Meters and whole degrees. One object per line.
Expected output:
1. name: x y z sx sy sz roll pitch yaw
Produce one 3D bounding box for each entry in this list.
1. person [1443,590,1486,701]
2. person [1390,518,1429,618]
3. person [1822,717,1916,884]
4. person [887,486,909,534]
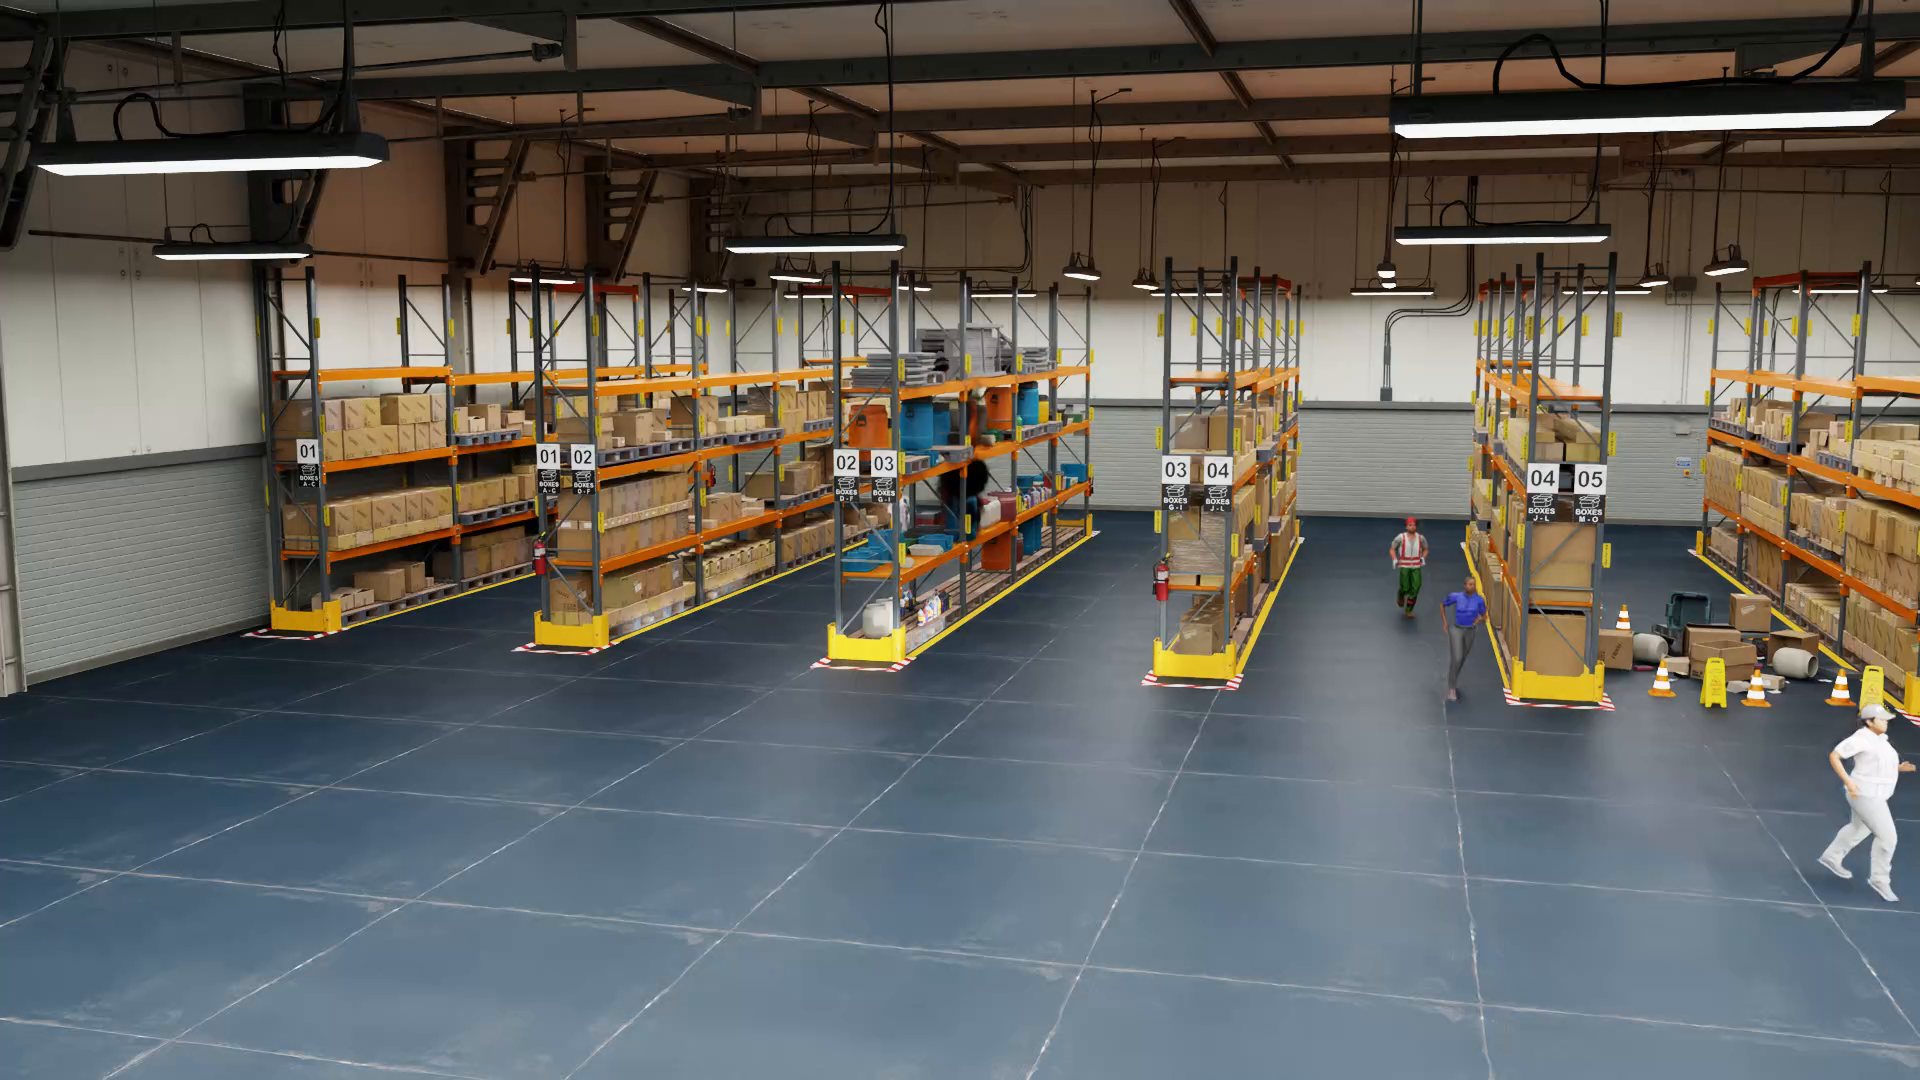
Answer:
1. person: 6.895 1.421 22.805 0.565 1.500 0.775 0 7 -3
2. person: 7.847 0.473 29.008 0.657 1.743 0.605 0 7 3
3. person: 8.096 2.234 14.821 0.579 1.536 0.734 -7 10 -45
4. person: -1.291 -0.375 35.867 0.595 1.705 0.630 1 7 7
